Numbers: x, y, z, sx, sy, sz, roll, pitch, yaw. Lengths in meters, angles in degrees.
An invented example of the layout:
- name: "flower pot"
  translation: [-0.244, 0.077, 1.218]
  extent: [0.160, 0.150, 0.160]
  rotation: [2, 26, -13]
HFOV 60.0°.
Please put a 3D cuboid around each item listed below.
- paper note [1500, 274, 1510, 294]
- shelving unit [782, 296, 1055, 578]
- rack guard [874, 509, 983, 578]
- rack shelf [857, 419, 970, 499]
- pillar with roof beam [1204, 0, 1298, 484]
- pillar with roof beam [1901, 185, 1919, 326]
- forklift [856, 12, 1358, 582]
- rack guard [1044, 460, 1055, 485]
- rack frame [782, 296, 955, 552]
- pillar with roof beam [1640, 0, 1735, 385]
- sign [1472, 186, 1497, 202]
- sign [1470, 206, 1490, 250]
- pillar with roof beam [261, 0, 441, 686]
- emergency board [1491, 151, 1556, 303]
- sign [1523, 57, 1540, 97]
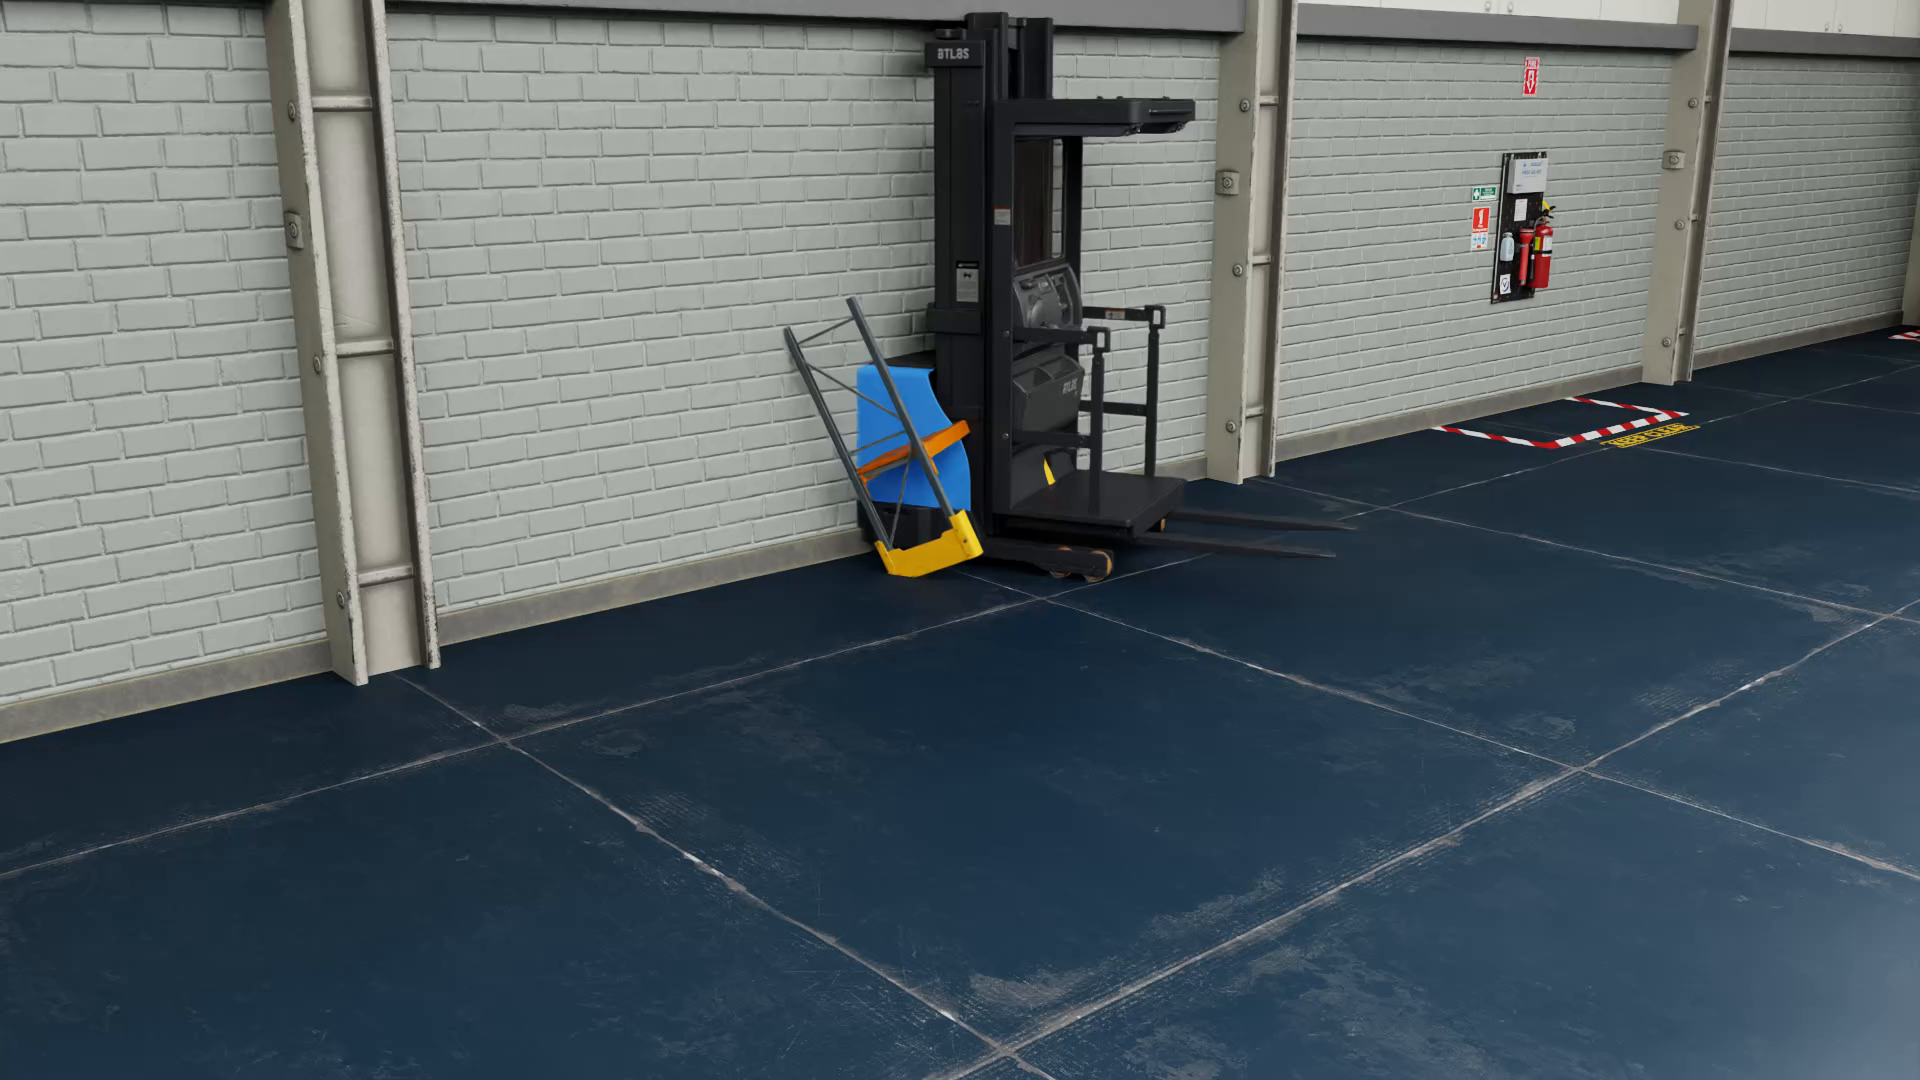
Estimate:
- name: "paper note"
  translation: [4.368, -2.048, 13.313]
  extent: [0.142, 0.148, 0.016]
  rotation: [-13, 19, -39]
- name: "shelving unit"
  translation: [-0.203, -0.692, 9.241]
  extent: [0.587, 1.500, 1.083]
  rotation: [-19, 10, 33]
- name: "rack guard"
  translation: [-0.171, 0.041, 8.924]
  extent: [0.587, 0.250, 0.087]
  rotation: [-19, 10, 33]
- name: "rack shelf"
  translation: [-0.133, -0.527, 9.260]
  extent: [0.538, 0.185, 1.000]
  rotation: [-19, 10, 33]
- name: "pillar with roof beam"
  translation: [4.736, -3.945, 7.083]
  extent: [0.400, 9.000, 9.100]
  rotation: [-13, 19, -39]
- name: "pillar with roof beam"
  translation: [13.788, -5.978, 14.694]
  extent: [0.400, 9.000, 9.100]
  rotation: [-13, 19, -39]
- name: "forklift"
  translation: [0.671, -1.348, 9.117]
  extent: [3.031, 2.935, 1.130]
  rotation: [6, 16, 23]
- name: "rack guard"
  translation: [0.282, -0.301, 9.742]
  extent: [0.587, 0.250, 0.087]
  rotation: [-19, 10, 33]
- name: "rack frame"
  translation: [-0.438, -0.514, 8.816]
  extent: [0.500, 1.500, 0.032]
  rotation: [-19, 10, 33]
- name: "pillar with roof beam"
  translation: [9.262, -4.962, 10.889]
  extent: [0.400, 9.000, 9.100]
  rotation: [-13, 19, -39]
- name: "sign"
  translation: [4.071, -2.689, 12.909]
  extent: [0.331, 0.109, 0.001]
  rotation: [-13, 19, -39]
- name: "sign"
  translation: [4.062, -2.434, 12.981]
  extent: [0.234, 0.329, 0.001]
  rotation: [-13, 19, -39]
- name: "pillar with roof beam"
  translation: [0.209, -2.929, 3.278]
  extent: [0.400, 9.000, 9.100]
  rotation: [-13, 19, -39]
- name: "emergency board"
  translation: [4.547, -2.490, 13.261]
  extent: [0.643, 1.169, 0.194]
  rotation: [-13, 19, -39]
- name: "sign"
  translation: [4.475, -3.628, 13.029]
  extent: [0.199, 0.298, 0.001]
  rotation: [-13, 19, -39]
